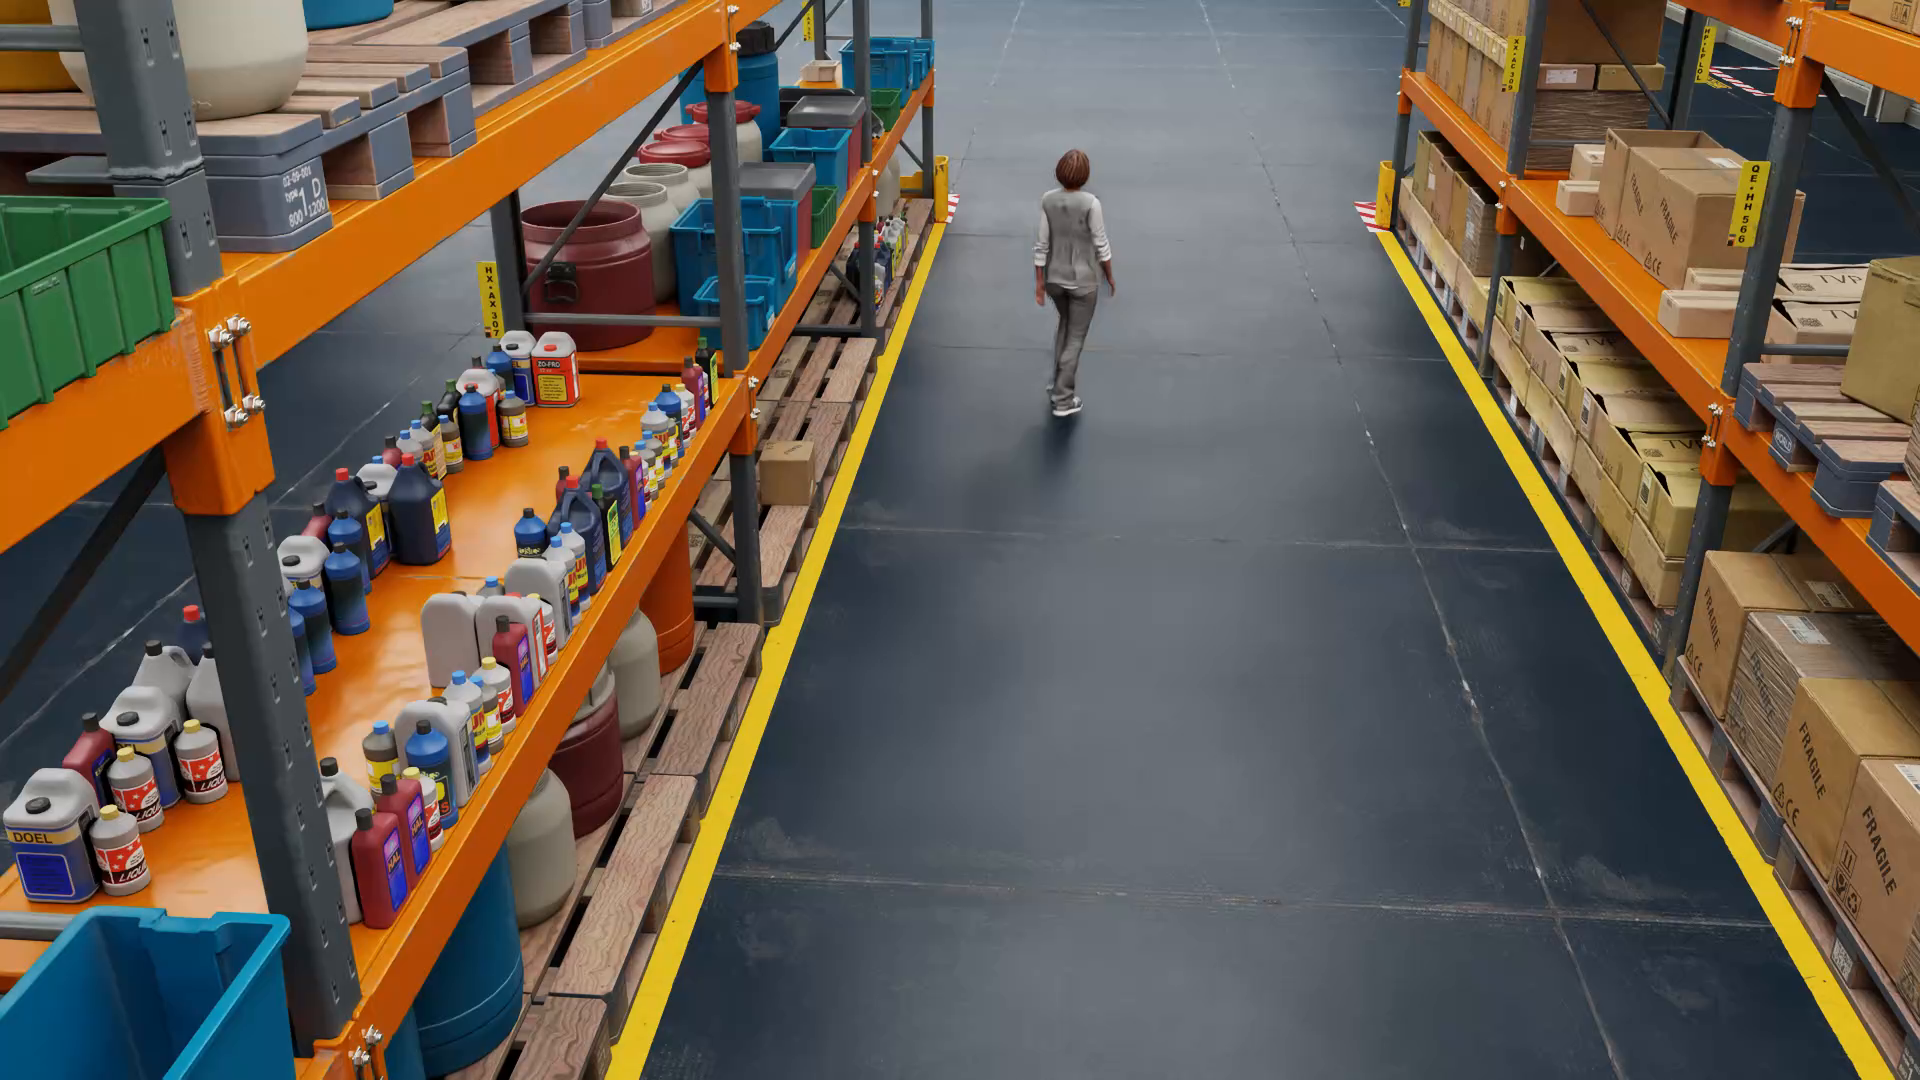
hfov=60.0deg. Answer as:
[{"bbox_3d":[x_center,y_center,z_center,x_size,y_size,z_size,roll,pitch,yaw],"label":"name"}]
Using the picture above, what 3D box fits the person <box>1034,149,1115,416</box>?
[{"bbox_3d":[0.675,-1.506,9.874,0.415,1.639,0.476,15,29,29],"label":"person"}]
